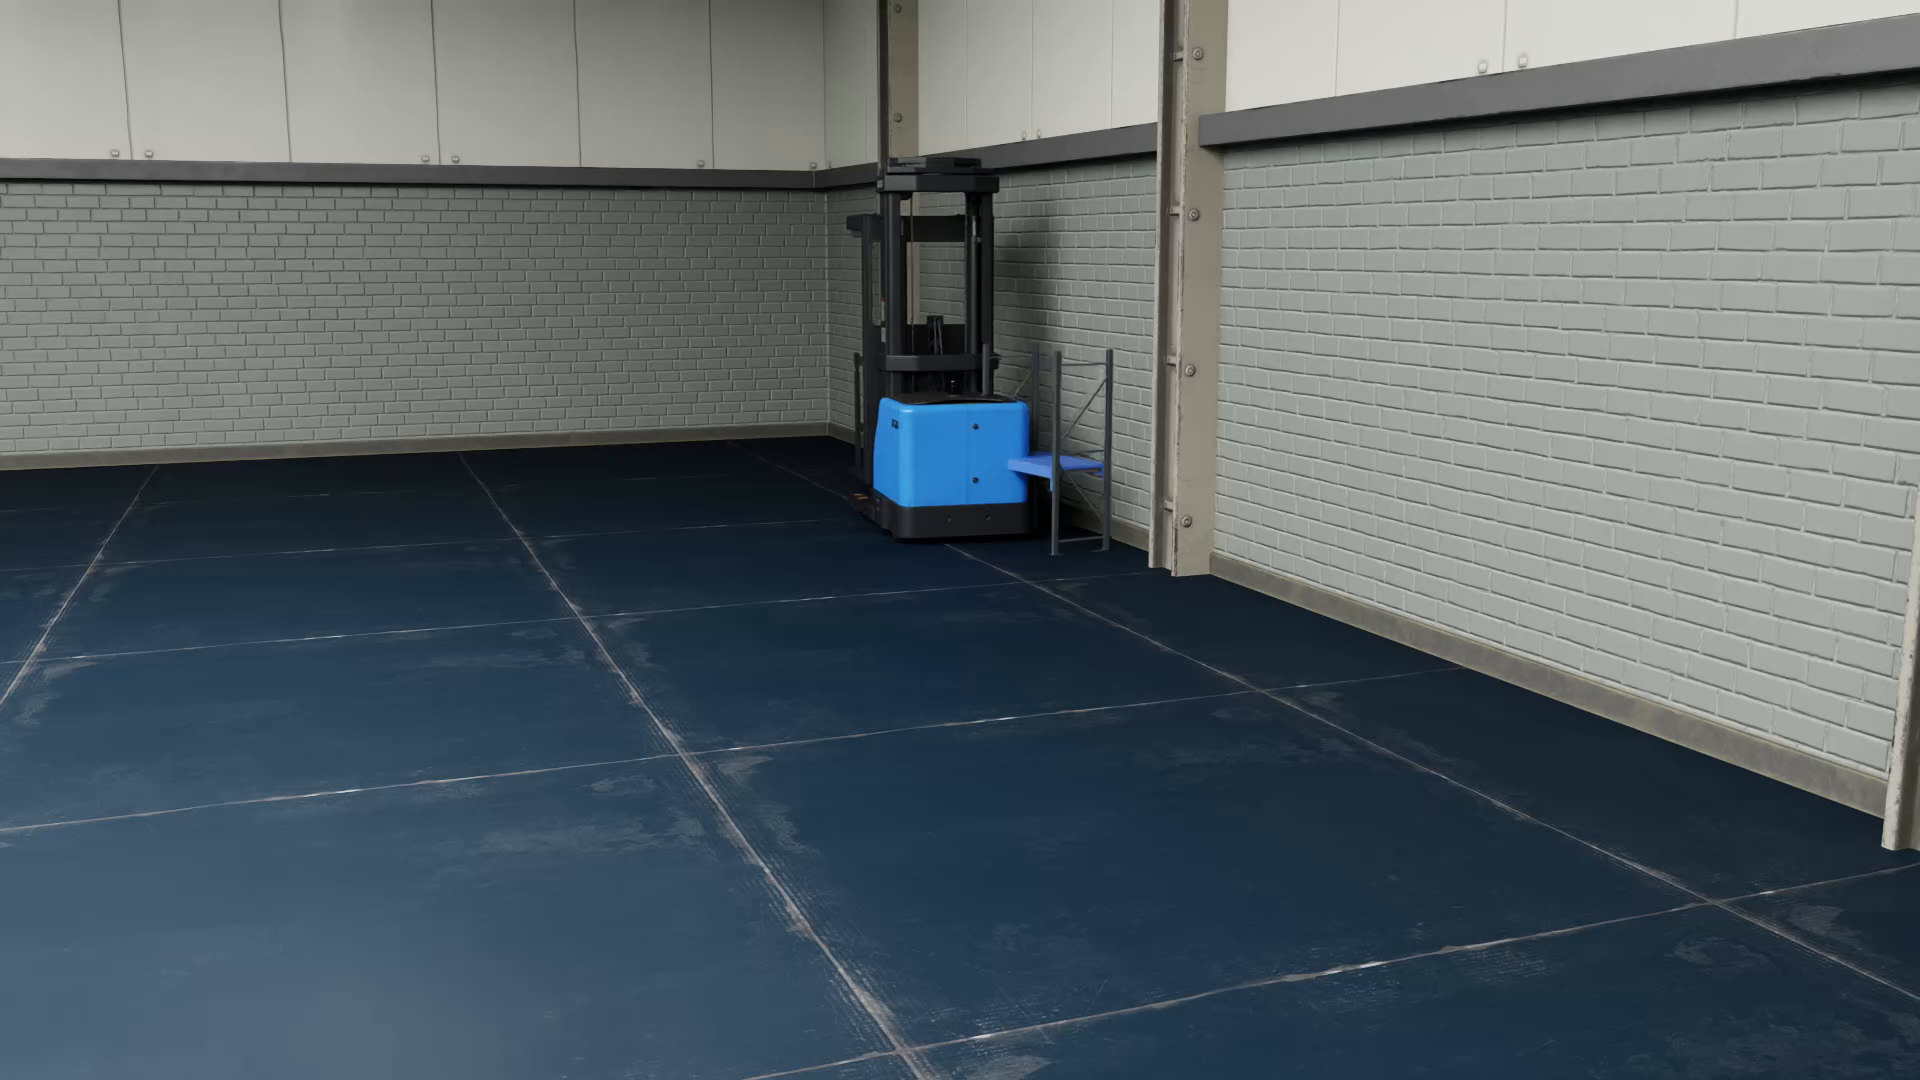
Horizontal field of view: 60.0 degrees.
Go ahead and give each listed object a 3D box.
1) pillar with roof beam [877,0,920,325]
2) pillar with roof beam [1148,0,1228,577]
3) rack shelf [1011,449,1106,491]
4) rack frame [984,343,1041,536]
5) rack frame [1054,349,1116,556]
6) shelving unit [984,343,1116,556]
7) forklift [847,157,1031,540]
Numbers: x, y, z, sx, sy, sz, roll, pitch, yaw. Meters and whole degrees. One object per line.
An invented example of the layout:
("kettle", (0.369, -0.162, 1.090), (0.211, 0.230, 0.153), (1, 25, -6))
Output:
("pillar with roof beam", (-4.630, -4.925, 14.915), (9.100, 9.000, 0.400), (-4, 11, -21))
("pillar with roof beam", (-2.456, -3.946, 9.409), (9.100, 9.000, 0.400), (-4, 11, -21))
("rack shelf", (0.661, -0.540, 12.699), (0.538, 0.185, 1.000), (-5, 11, -30))
("rack frame", (0.407, -0.793, 13.102), (0.500, 1.500, 0.032), (-5, 11, -30))
("rack frame", (0.918, -0.642, 12.235), (0.500, 1.500, 0.032), (-5, 11, -30))
("shelving unit", (0.662, -0.718, 12.668), (0.538, 1.500, 1.048), (-5, 11, -30))
("forklift", (-0.320, -1.657, 13.865), (1.130, 2.935, 3.031), (-3, 10, -14))
